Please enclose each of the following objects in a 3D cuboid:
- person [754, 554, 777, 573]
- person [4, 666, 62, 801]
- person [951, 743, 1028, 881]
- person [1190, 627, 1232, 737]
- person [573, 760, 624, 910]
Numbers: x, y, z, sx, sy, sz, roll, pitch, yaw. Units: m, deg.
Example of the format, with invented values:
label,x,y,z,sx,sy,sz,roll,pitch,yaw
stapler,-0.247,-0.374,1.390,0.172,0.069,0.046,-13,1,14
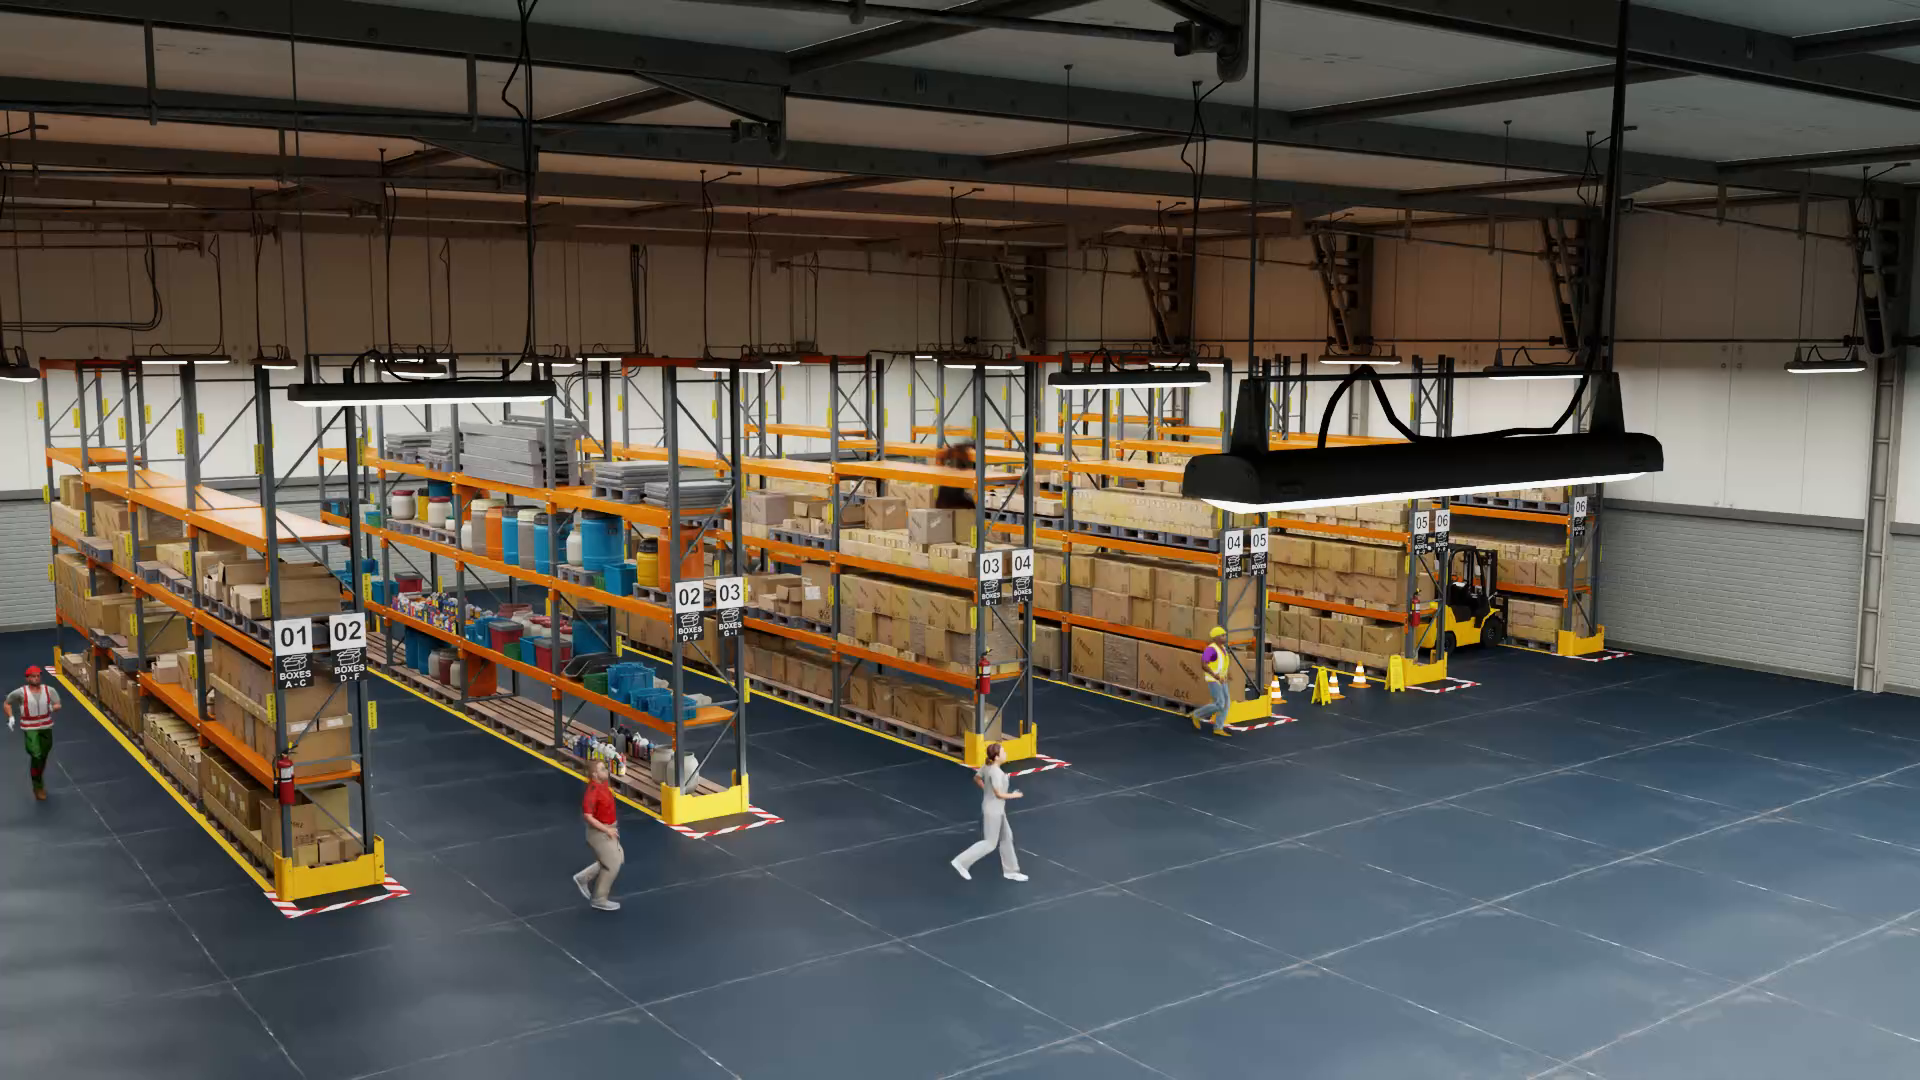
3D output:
label,x,y,z,sx,sy,sz,roll,pitch,yaw
person,-4.306,1.091,37.230,0.510,1.570,0.647,-5,8,-34
person,-12.862,2.664,23.155,0.793,1.846,0.646,6,9,39
person,0.366,3.187,19.391,0.900,1.675,0.577,-1,7,-11
person,4.123,2.277,26.810,0.656,1.746,0.719,4,8,29
person,-4.052,3.283,18.548,0.564,1.697,0.661,-1,7,-7
